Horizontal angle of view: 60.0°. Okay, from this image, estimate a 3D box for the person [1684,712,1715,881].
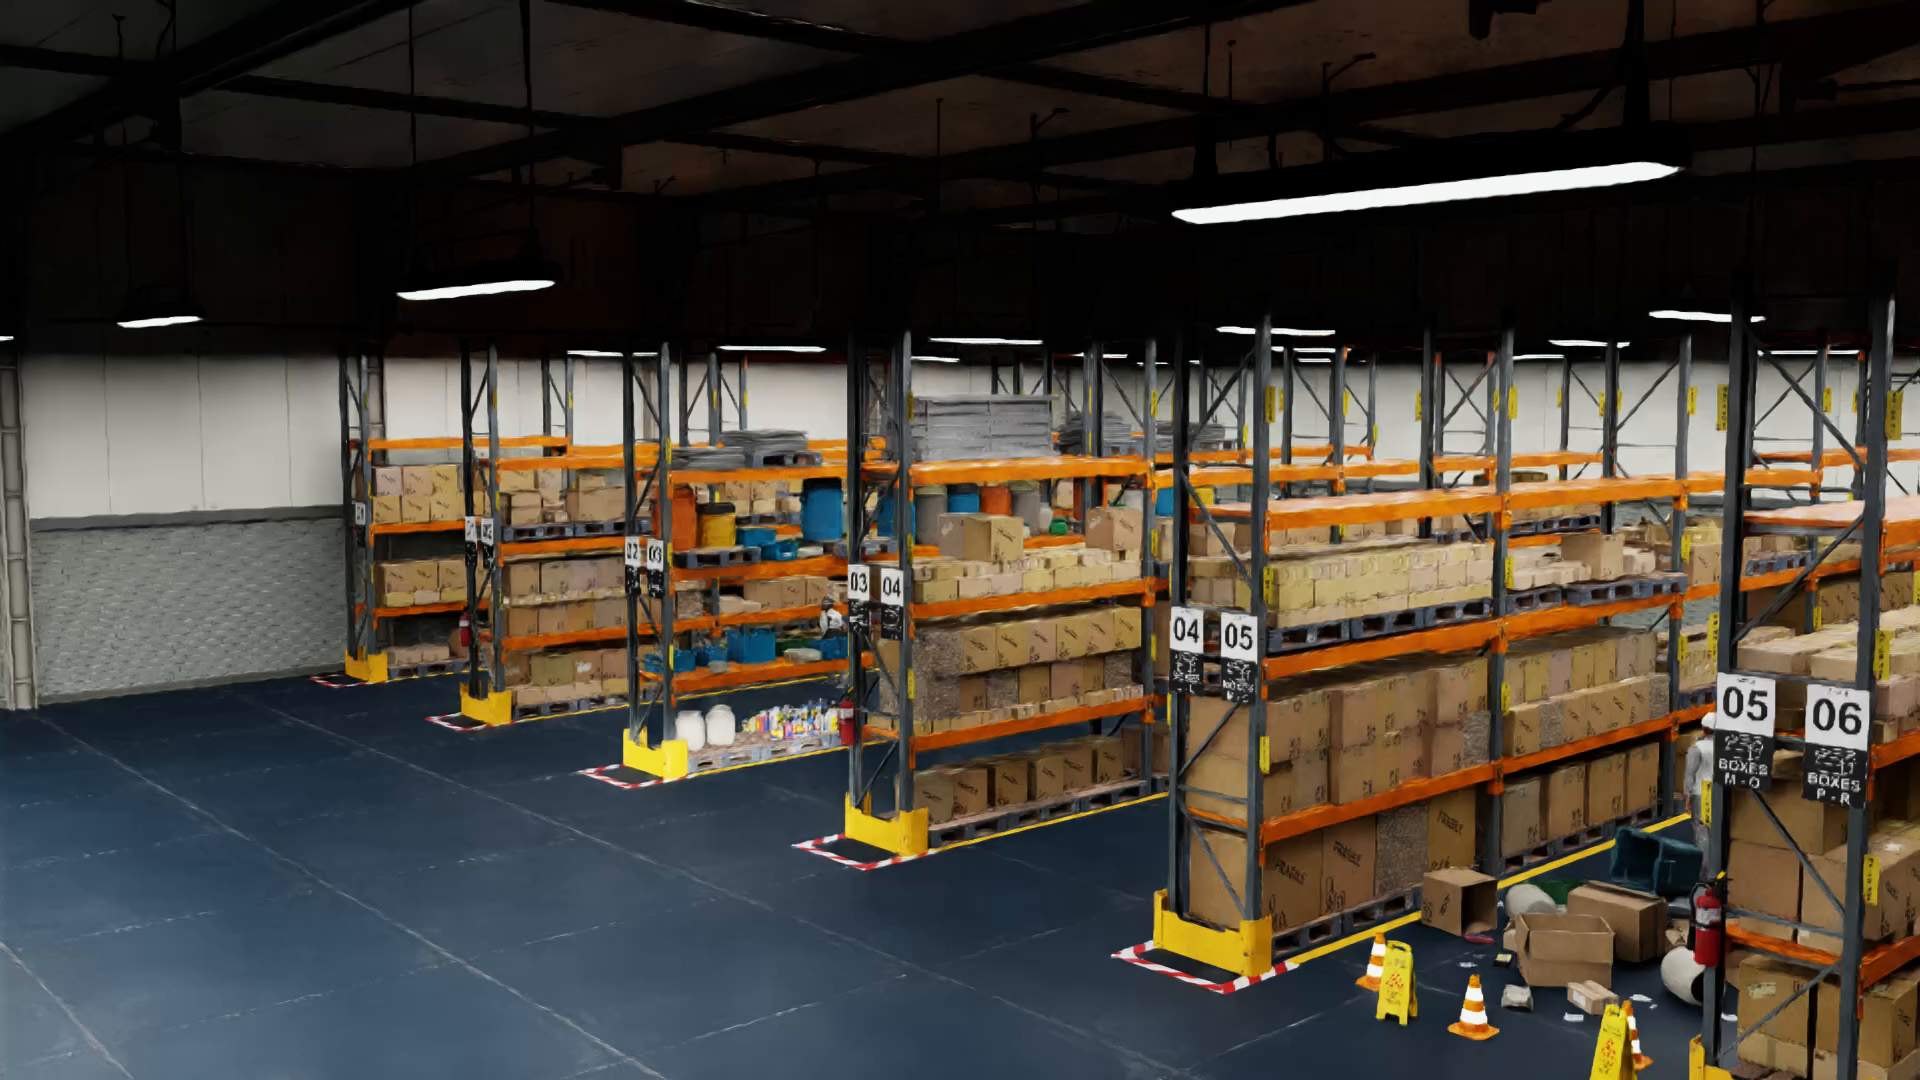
[{"bbox_3d":[7.902,2.691,17.635,0.578,1.775,0.494,-1,5,-12],"label":"person"}]

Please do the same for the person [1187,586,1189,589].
[{"bbox_3d":[4.931,1.195,34.921,0.532,1.669,0.365,-3,6,-33],"label":"person"}]

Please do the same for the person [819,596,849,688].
[{"bbox_3d":[-2.217,1.769,28.951,0.531,1.629,0.592,-5,7,-44],"label":"person"}]
